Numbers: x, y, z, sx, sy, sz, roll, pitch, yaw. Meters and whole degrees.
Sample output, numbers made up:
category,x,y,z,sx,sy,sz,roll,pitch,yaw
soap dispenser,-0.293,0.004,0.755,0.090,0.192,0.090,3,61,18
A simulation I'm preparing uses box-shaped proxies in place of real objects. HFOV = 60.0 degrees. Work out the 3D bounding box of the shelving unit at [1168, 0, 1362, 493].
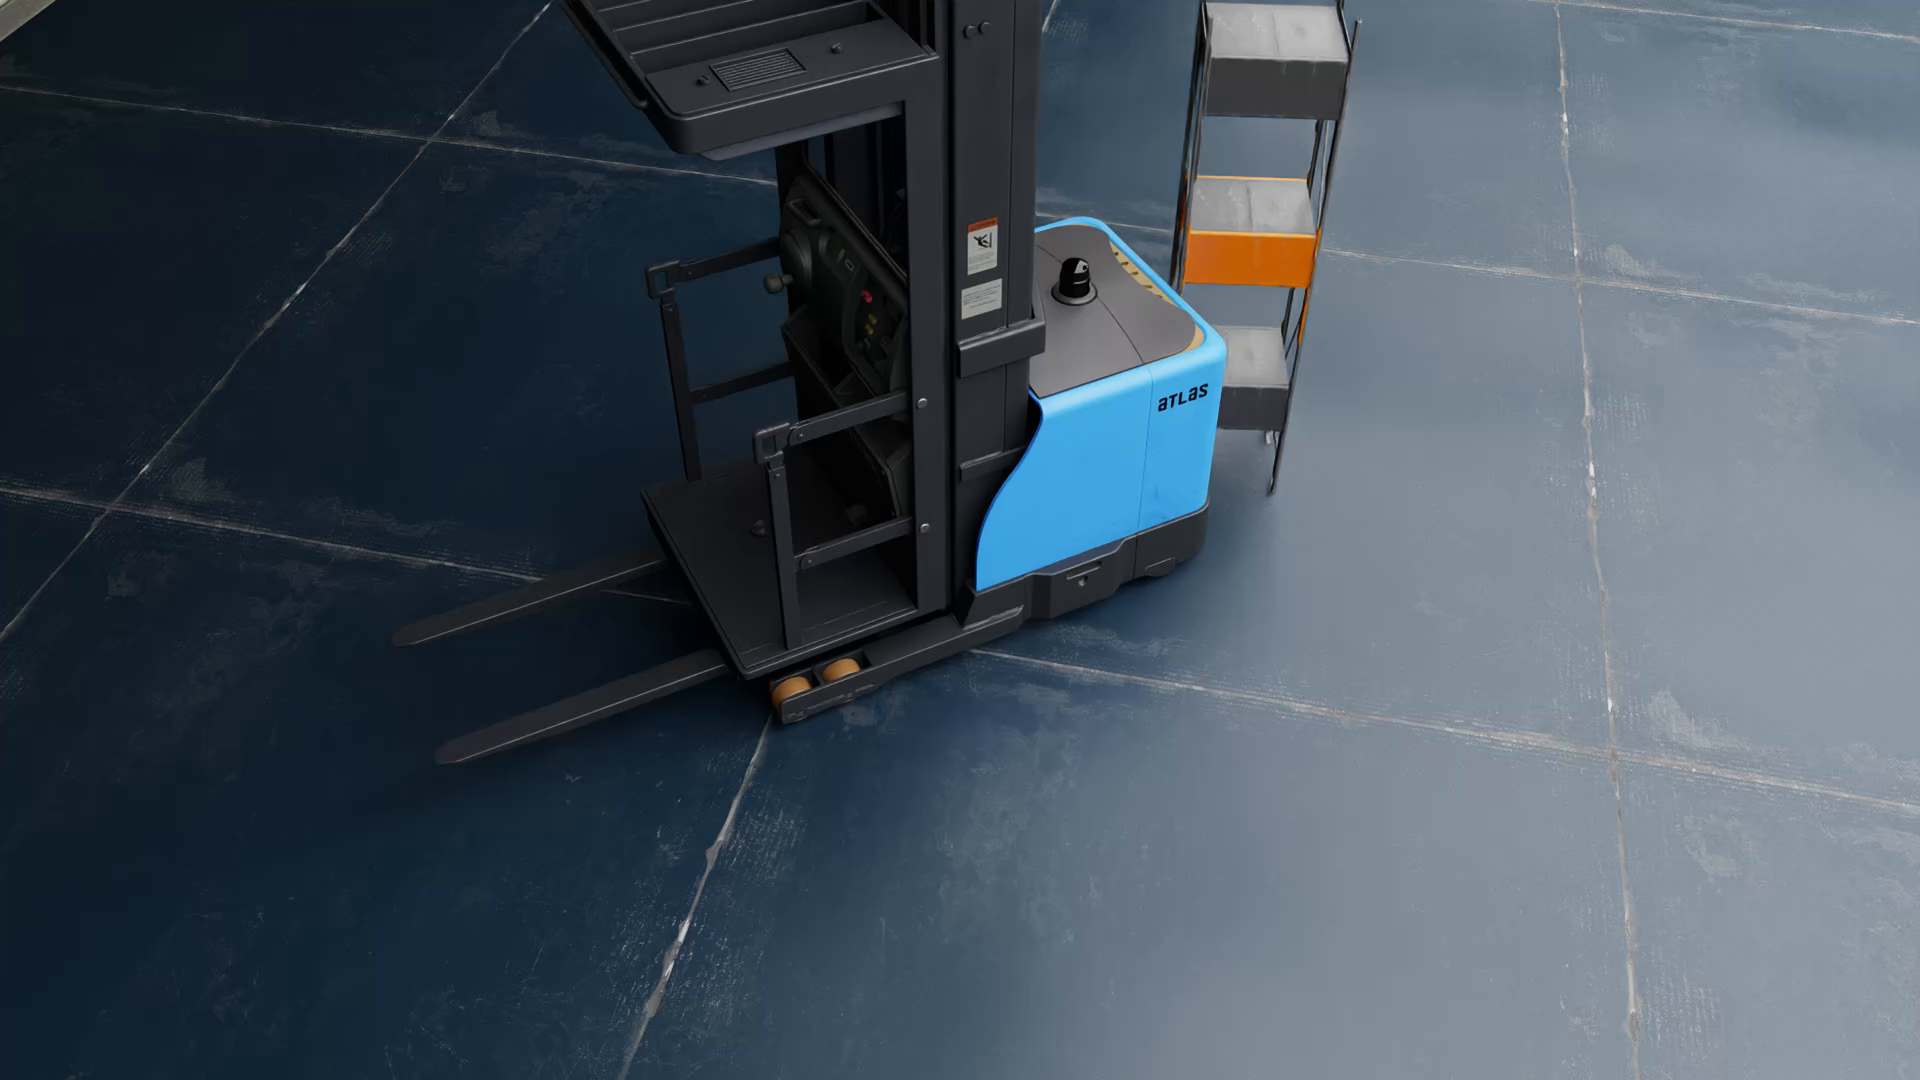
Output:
category,x,y,z,sx,sy,sz,roll,pitch,yaw
shelving unit,1.085,-1.103,6.378,0.503,2.100,0.431,2,44,2

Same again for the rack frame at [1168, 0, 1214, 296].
category,x,y,z,sx,sy,sz,roll,pitch,yaw
rack frame,0.841,-1.113,6.387,0.015,2.100,0.400,2,44,2

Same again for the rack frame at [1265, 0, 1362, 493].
category,x,y,z,sx,sy,sz,roll,pitch,yaw
rack frame,1.328,-1.092,6.369,0.015,2.100,0.400,2,44,2

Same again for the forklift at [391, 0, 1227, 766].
category,x,y,z,sx,sy,sz,roll,pitch,yaw
forklift,-0.576,-0.816,5.484,3.031,2.935,1.130,-20,47,-19

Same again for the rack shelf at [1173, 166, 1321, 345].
category,x,y,z,sx,sy,sz,roll,pitch,yaw
rack shelf,1.085,-1.093,6.388,0.480,0.518,0.431,2,44,2

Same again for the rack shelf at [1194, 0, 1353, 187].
category,x,y,z,sx,sy,sz,roll,pitch,yaw
rack shelf,1.088,-1.599,5.904,0.480,0.518,0.431,2,44,2

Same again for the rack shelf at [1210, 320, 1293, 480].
category,x,y,z,sx,sy,sz,roll,pitch,yaw
rack shelf,1.081,-0.587,6.871,0.480,0.518,0.431,2,44,2
